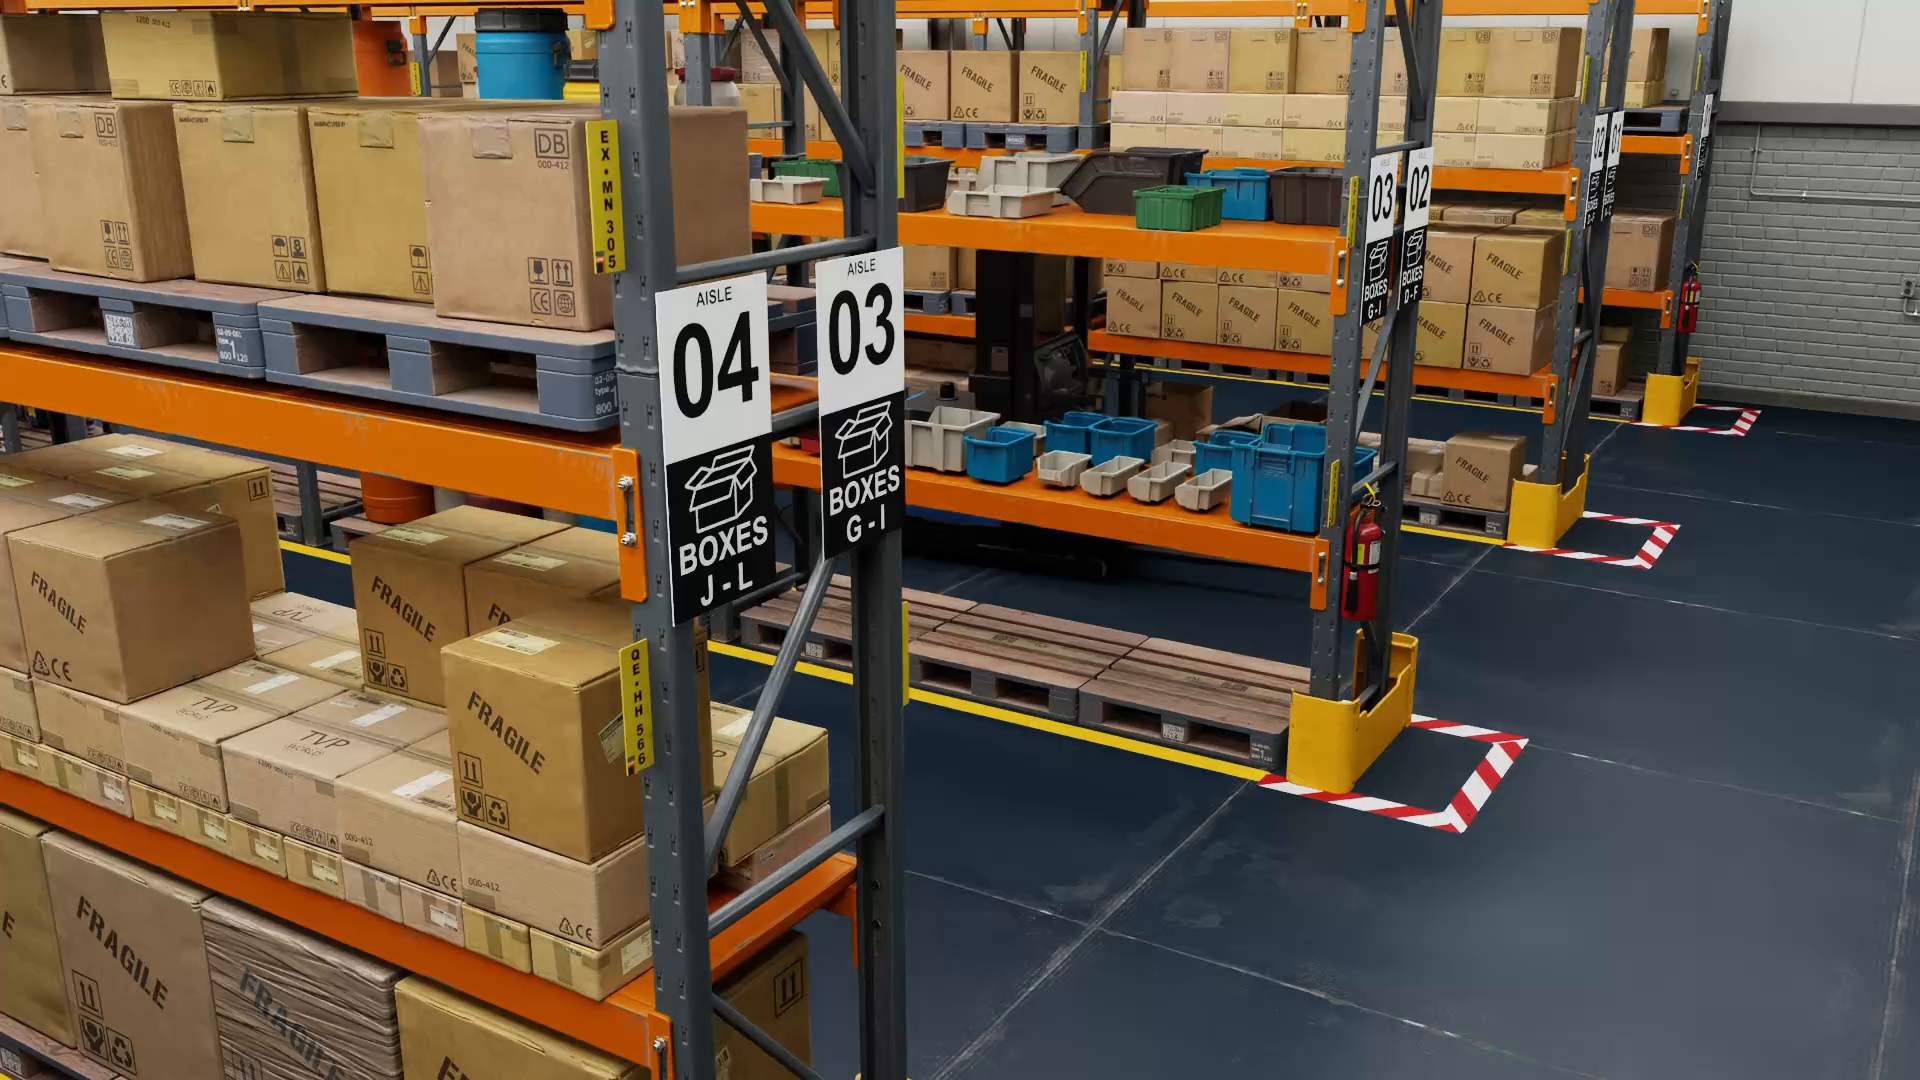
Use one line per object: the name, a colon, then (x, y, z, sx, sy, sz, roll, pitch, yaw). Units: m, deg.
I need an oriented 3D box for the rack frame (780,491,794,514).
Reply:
rack frame: (-1.441, -0.714, 13.296, 0.032, 1.125, 0.500, 8, 19, 24)

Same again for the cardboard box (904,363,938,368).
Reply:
cardboard box: (-0.296, -1.505, 16.220, 0.500, 0.500, 0.500, 9, 19, 28)

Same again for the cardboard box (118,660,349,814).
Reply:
cardboard box: (-2.341, 0.626, 5.405, 0.500, 0.250, 0.500, 10, 20, 30)

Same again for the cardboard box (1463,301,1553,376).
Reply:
cardboard box: (4.186, -1.564, 12.696, 0.500, 0.500, 0.500, 11, 20, 32)

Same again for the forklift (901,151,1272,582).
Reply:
forklift: (0.918, -1.278, 12.047, 3.031, 2.935, 1.130, 8, 19, 24)

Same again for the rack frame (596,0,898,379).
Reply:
rack frame: (-0.478, -1.933, 3.761, 0.127, 3.000, 1.000, 10, 20, 30)

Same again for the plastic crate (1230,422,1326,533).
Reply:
plastic crate: (1.731, -0.339, 8.673, 0.499, 0.435, 0.616, 10, 20, 30)

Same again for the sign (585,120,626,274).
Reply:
sign: (-0.774, -0.751, 3.645, 0.005, 0.325, 0.100, 10, 20, 30)

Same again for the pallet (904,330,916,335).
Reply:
pallet: (-0.183, -2.744, 21.553, 1.213, 0.211, 1.003, 10, 20, 30)

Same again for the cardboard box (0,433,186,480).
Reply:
cardboard box: (-3.355, -0.096, 6.494, 0.500, 0.500, 0.500, 11, 20, 32)

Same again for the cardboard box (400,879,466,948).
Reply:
cardboard box: (-1.390, 1.008, 4.836, 0.250, 0.149, 0.380, 10, 20, 30)

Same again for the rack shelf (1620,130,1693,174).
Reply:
rack shelf: (5.595, -4.138, 17.419, 4.000, 0.370, 1.077, 10, 20, 30)

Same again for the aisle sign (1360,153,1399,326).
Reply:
aisle sign: (2.022, -1.449, 8.019, 0.004, 0.787, 0.394, 10, 20, 30)

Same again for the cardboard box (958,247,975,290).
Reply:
cardboard box: (0.396, -2.589, 15.348, 0.500, 0.500, 0.700, 14, 22, 39)

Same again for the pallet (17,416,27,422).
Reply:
pallet: (-9.705, -1.078, 16.066, 1.213, 0.211, 1.003, 10, 20, 30)

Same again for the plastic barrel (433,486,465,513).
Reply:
plastic barrel: (-3.749, -0.382, 12.537, 0.421, 0.512, 0.421, 0, 17, 0)

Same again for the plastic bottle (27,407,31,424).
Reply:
plastic bottle: (-8.769, -1.237, 15.730, 0.097, 0.271, 0.097, 0, 17, 0)

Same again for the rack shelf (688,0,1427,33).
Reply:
rack shelf: (0.410, -2.928, 8.964, 4.000, 0.370, 1.077, 10, 20, 30)

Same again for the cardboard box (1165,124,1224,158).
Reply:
cardboard box: (2.010, -3.275, 13.598, 0.500, 0.250, 0.500, 10, 20, 30)

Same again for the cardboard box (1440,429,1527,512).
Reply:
cardboard box: (4.118, -0.551, 13.079, 0.500, 0.500, 0.500, 10, 20, 30)

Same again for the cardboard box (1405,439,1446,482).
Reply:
cardboard box: (3.969, -0.639, 13.798, 0.500, 0.250, 0.500, 10, 20, 30)

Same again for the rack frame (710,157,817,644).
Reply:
rack frame: (-1.294, -0.897, 10.675, 0.127, 3.000, 1.000, 10, 20, 30)

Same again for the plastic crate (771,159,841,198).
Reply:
plastic crate: (-0.775, -2.242, 10.304, 0.662, 0.188, 0.450, 10, 20, 30)

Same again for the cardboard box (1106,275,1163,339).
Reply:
cardboard box: (1.593, -2.026, 14.220, 0.500, 0.500, 0.500, 11, 20, 31)

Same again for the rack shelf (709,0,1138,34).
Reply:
rack shelf: (-0.403, -4.763, 15.004, 4.000, 0.370, 1.077, 10, 20, 30)

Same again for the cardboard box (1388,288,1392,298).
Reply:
cardboard box: (3.311, -2.195, 13.055, 0.500, 0.500, 0.500, 11, 20, 32)

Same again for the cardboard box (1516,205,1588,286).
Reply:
cardboard box: (6.233, -3.069, 17.308, 0.700, 0.700, 0.980, 10, 20, 30)

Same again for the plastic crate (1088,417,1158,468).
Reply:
plastic crate: (0.954, -0.557, 9.739, 0.300, 0.233, 0.416, 10, 20, 30)

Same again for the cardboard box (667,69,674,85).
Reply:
cardboard box: (-3.910, -6.156, 22.620, 0.500, 0.500, 0.500, 8, 19, 25)

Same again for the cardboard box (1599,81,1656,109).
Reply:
cardboard box: (6.536, -4.401, 16.410, 0.500, 0.250, 0.500, 11, 20, 32)

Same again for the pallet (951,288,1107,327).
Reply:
pallet: (0.677, -2.180, 15.228, 1.213, 0.211, 1.003, 10, 20, 30)

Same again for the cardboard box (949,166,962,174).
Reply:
cardboard box: (-0.109, -4.619, 20.880, 0.250, 0.149, 0.380, 7, 18, 21)

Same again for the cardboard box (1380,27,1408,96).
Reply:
cardboard box: (3.400, -3.697, 12.839, 0.500, 0.500, 0.700, 10, 20, 30)

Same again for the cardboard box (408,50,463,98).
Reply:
cardboard box: (-5.807, -5.233, 18.653, 0.500, 0.500, 0.500, 12, 21, 35)

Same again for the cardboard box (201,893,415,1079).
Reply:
cardboard box: (-1.840, 1.537, 5.592, 0.875, 0.875, 0.875, 10, 20, 30)

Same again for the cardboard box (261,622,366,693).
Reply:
cardboard box: (-2.066, 0.494, 5.839, 0.500, 0.250, 0.500, 10, 19, 29)

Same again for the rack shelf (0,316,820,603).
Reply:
rack shelf: (-2.182, -0.458, 5.303, 4.000, 0.370, 1.077, 10, 20, 30)

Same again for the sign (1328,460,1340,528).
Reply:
sign: (1.840, -0.228, 8.191, 0.005, 0.325, 0.100, 10, 20, 30)

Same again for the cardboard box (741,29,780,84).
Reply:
cardboard box: (-1.739, -4.626, 15.895, 0.500, 0.500, 0.500, 10, 20, 30)

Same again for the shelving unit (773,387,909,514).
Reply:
shelving unit: (-0.980, -0.652, 13.092, 1.048, 1.125, 0.538, 8, 19, 24)

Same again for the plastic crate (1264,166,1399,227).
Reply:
plastic crate: (1.932, -1.789, 8.675, 0.590, 0.269, 0.497, 10, 20, 30)

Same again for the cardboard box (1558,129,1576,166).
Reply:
cardboard box: (4.405, -3.020, 12.759, 0.500, 0.250, 0.500, 10, 20, 30)

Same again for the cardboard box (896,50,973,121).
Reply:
cardboard box: (-0.227, -4.153, 15.163, 0.600, 0.600, 0.600, 9, 19, 28)

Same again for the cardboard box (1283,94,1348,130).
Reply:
cardboard box: (2.859, -3.360, 13.020, 0.500, 0.250, 0.500, 10, 20, 30)

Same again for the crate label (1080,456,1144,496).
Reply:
crate label: (0.835, -0.355, 9.238, 0.243, 0.136, 0.396, 10, 20, 30)

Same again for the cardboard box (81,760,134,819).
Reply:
cardboard box: (-2.704, 0.774, 5.605, 0.250, 0.149, 0.380, 10, 20, 31)

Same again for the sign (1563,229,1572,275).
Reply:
sign: (4.402, -2.086, 12.052, 0.005, 0.325, 0.100, 10, 20, 30)

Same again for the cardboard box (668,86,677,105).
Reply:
cardboard box: (-2.523, -4.352, 16.420, 0.500, 0.250, 0.500, 9, 19, 26)

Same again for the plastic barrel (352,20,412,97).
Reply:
plastic barrel: (-4.221, -3.260, 11.832, 0.708, 0.830, 0.600, 10, 20, 30)

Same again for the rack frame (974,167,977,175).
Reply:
rack frame: (0.482, -3.959, 20.755, 0.127, 3.000, 1.000, 10, 20, 30)

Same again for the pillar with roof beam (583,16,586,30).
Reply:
pillar with roof beam: (-7.539, -7.088, 20.734, 0.400, 9.000, 9.100, 10, 20, 30)

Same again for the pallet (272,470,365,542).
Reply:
pallet: (-5.342, -0.299, 13.502, 1.213, 0.211, 1.003, 10, 20, 30)

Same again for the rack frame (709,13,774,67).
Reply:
rack frame: (-2.107, -5.603, 15.842, 0.127, 3.000, 1.000, 10, 20, 30)
